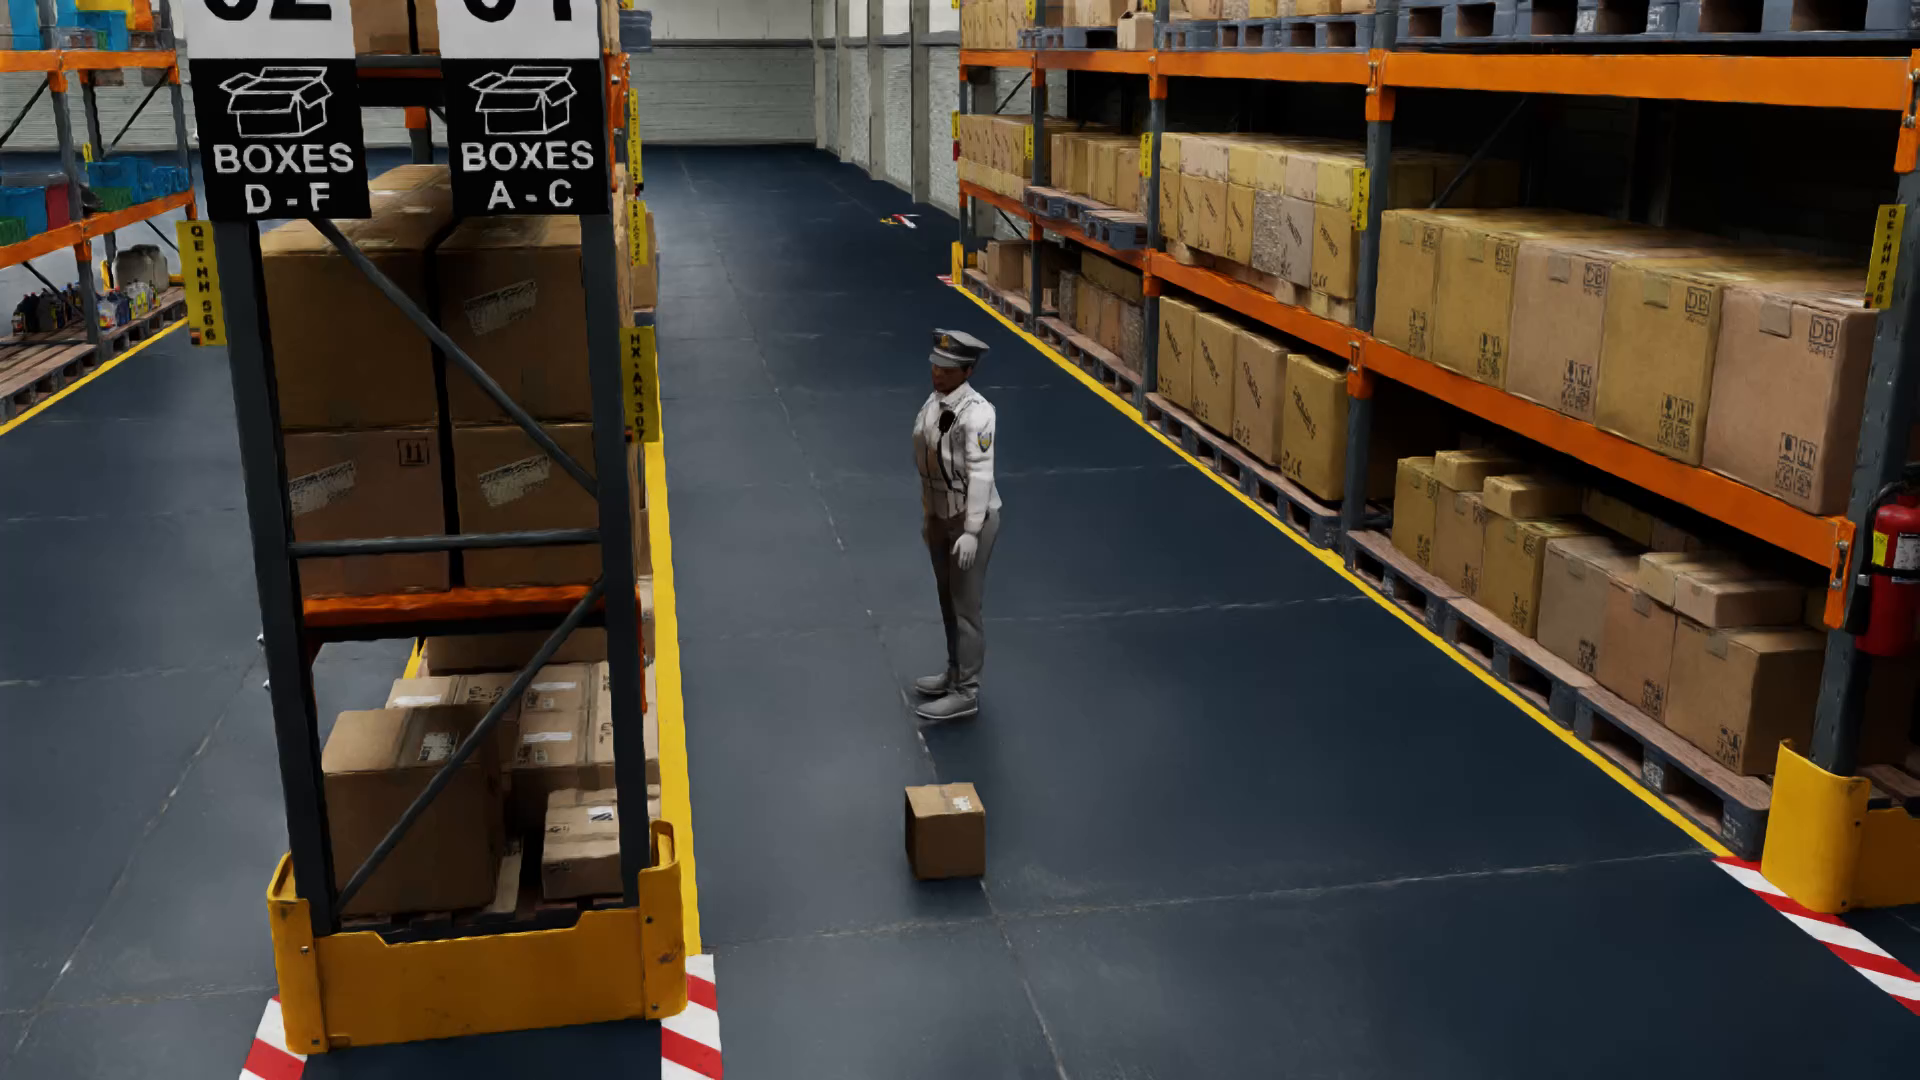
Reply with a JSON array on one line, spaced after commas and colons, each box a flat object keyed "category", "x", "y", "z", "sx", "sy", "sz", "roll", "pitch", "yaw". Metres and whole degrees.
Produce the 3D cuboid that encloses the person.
[{"category": "person", "x": -0.057, "y": -0.067, "z": 7.144, "sx": 0.430, "sy": 1.686, "sz": 0.540, "roll": -9, "pitch": 19, "yaw": -27}]
